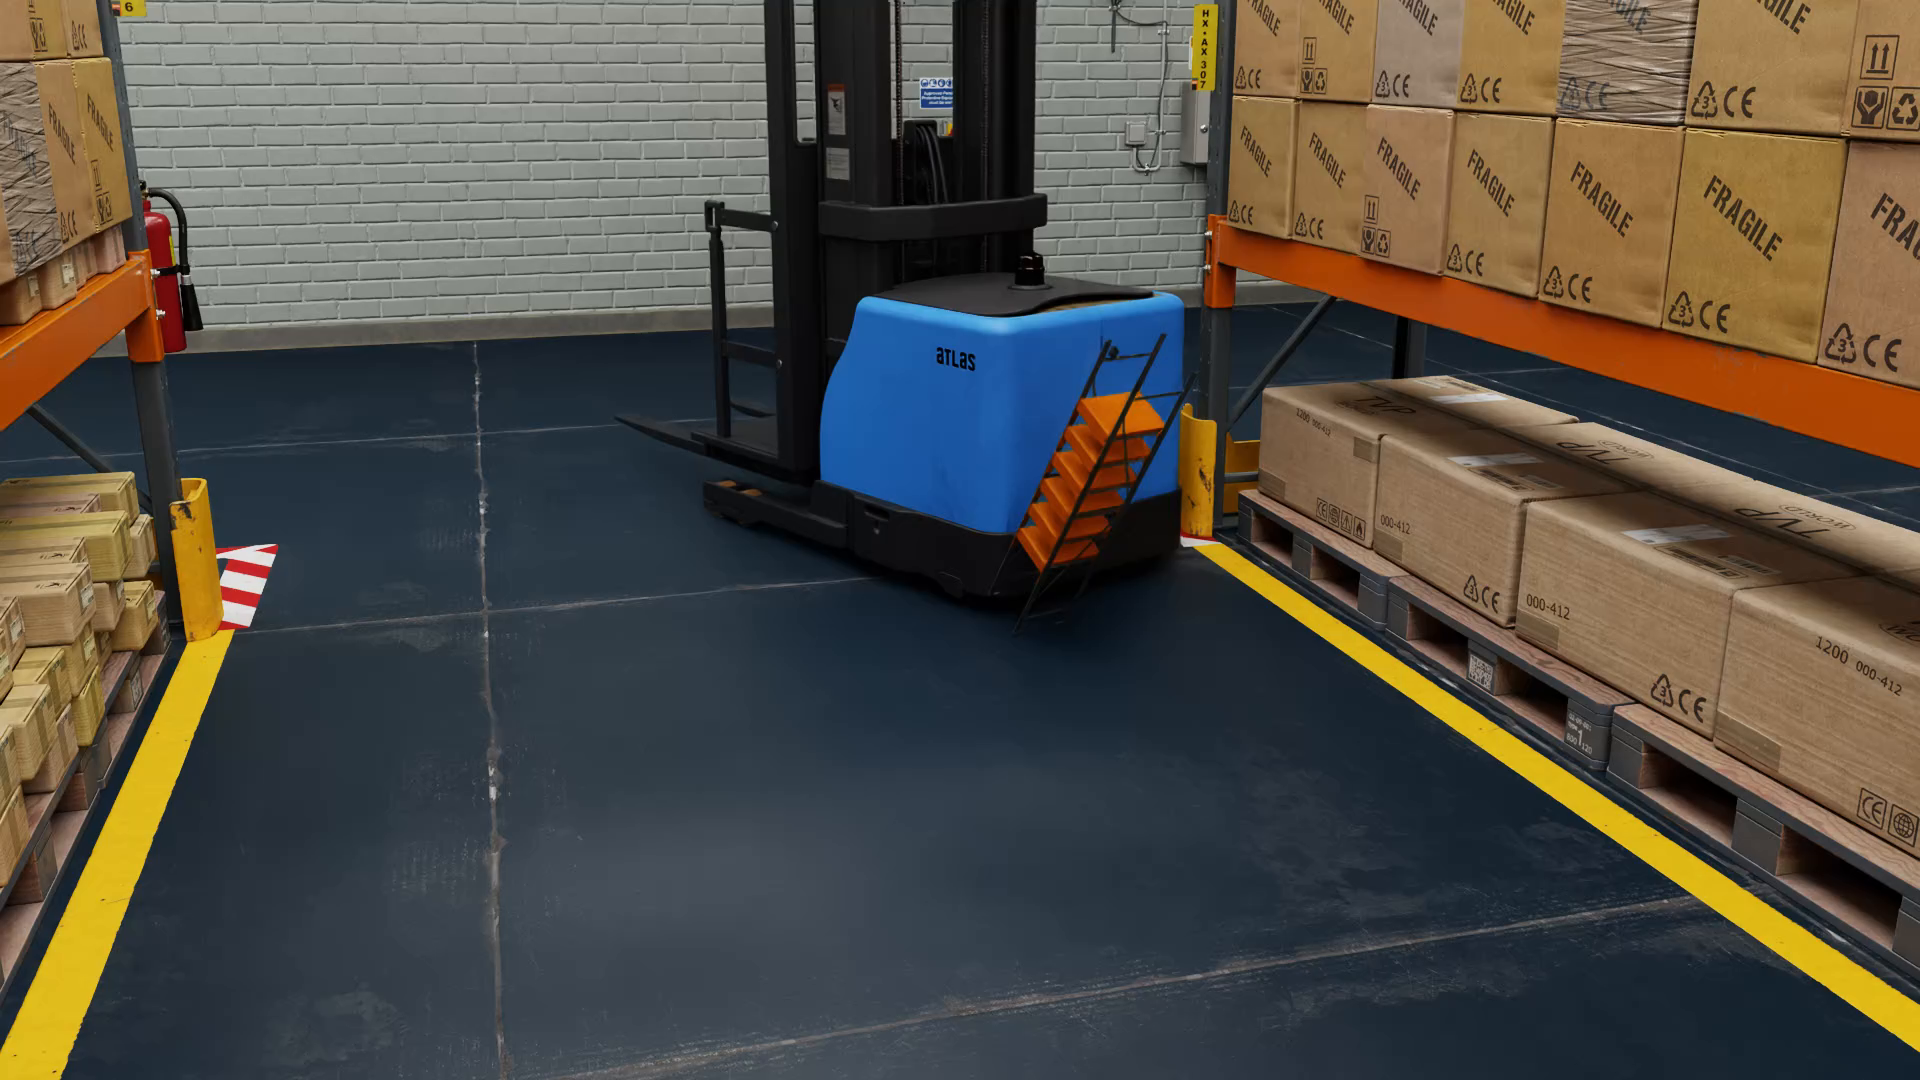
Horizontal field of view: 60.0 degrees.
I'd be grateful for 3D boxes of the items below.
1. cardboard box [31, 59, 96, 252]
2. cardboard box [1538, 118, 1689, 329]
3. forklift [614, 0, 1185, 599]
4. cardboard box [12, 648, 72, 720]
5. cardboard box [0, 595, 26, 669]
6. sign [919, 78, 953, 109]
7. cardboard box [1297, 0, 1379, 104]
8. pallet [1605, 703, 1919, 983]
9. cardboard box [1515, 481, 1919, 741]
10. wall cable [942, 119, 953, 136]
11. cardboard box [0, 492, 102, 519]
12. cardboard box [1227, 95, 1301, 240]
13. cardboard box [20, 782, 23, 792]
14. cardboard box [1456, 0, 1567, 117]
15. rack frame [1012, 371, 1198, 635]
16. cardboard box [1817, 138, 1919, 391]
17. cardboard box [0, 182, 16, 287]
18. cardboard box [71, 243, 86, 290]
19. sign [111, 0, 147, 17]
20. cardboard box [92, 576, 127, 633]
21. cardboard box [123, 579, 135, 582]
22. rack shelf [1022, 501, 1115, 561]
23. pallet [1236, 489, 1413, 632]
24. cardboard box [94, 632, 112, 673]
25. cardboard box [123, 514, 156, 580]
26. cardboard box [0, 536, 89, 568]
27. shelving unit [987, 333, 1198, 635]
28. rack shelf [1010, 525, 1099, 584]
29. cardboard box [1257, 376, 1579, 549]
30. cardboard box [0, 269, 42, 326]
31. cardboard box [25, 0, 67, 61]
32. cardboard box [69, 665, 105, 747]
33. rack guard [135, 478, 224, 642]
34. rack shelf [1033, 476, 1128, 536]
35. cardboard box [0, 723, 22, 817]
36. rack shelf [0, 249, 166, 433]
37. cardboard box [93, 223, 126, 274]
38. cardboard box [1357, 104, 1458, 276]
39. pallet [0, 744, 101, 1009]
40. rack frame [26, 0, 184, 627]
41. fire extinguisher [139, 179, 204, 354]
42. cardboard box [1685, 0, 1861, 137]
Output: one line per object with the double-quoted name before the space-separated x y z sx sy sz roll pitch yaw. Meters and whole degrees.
"cardboard box" -2.725 -1.054 4.557 0.500 0.500 0.500 -5 17 -16
"cardboard box" 1.927 -0.859 4.425 0.500 0.500 0.500 -5 17 -16
"forklift" -0.471 -1.540 6.985 1.130 2.935 3.031 -14 22 -39
"cardboard box" -2.461 0.393 4.140 0.380 0.149 0.250 -4 17 -12
"cardboard box" -2.532 0.259 4.068 0.380 0.149 0.250 -5 18 -17
"sign" -0.136 -3.231 12.023 0.327 0.218 0.001 -5 17 -15
"cardboard box" 1.506 -1.759 5.683 0.500 0.500 0.500 -5 17 -17
"pallet" 2.465 0.695 4.271 1.003 0.211 1.213 -5 17 -15
"cardboard box" 2.283 0.173 4.887 0.875 0.438 0.875 -5 17 -17
"wall cable" -0.072 -3.590 11.868 0.585 1.953 0.123 -5 17 -15
"cardboard box" -2.829 -0.031 5.033 0.380 0.149 0.250 -4 17 -14
"cardboard box" 1.355 -1.423 6.300 0.500 0.500 0.500 -5 17 -16
"cardboard box" -2.465 0.611 3.928 0.380 0.149 0.250 -4 17 -14
"cardboard box" 1.793 -1.480 4.752 0.500 0.500 0.500 -5 17 -15
"rack frame" 0.461 -0.095 5.500 0.240 1.200 0.006 -11 52 -32
"cardboard box" 2.226 -0.580 3.494 0.500 0.500 0.500 -5 17 -15
"cardboard box" -2.449 -0.776 3.631 0.500 0.500 0.500 -4 17 -12
"cardboard box" -2.755 -0.783 4.781 0.380 0.149 0.250 -5 17 -16
"sign" -2.693 -1.855 5.352 0.100 0.325 0.005 -5 17 -15
"cardboard box" -2.668 0.178 4.854 0.380 0.149 0.250 -5 18 -18
"cardboard box" -2.887 0.183 5.356 0.380 0.149 0.250 -4 17 -14
"rack shelf" 0.369 -0.049 5.658 0.258 0.103 0.180 -11 52 -32
"pallet" 1.795 0.020 6.517 1.003 0.211 1.213 -5 17 -15
"cardboard box" -2.729 0.326 4.880 0.380 0.149 0.250 -5 17 -16
"cardboard box" -2.813 0.034 5.332 0.380 0.149 0.250 -5 17 -17
"cardboard box" -2.626 0.107 4.573 0.380 0.149 0.250 -5 18 -17
"shelving unit" 0.418 -0.161 5.547 0.258 1.200 0.189 -11 52 -32
"rack shelf" 0.334 0.032 5.738 0.258 0.103 0.180 -11 52 -32
"cardboard box" 1.777 -0.330 6.559 0.875 0.438 0.875 -5 18 -17
"cardboard box" -2.618 -0.639 4.301 0.380 0.149 0.250 -6 18 -18
"cardboard box" -2.728 -1.533 4.413 0.500 0.500 0.500 -5 18 -17
"cardboard box" -2.518 0.458 4.438 0.380 0.149 0.250 -6 18 -18
"rack guard" -3.211 0.107 5.726 1.175 0.500 0.348 -5 17 -15
"rack shelf" 0.405 -0.131 5.577 0.258 0.103 0.180 -11 52 -32
"cardboard box" -2.315 0.537 3.660 0.380 0.149 0.250 -5 17 -16
"rack shelf" -2.682 -0.213 3.698 1.077 0.370 4.000 -5 17 -15
"cardboard box" -2.871 -0.923 5.246 0.380 0.149 0.250 -5 17 -15
"cardboard box" 1.644 -1.143 5.368 0.500 0.500 0.500 -5 17 -16
"pallet" -2.690 0.810 3.889 1.003 0.211 1.213 -5 17 -15
"rack frame" -3.232 -1.111 5.436 1.000 3.000 0.127 -5 17 -15
"fire extinguisher" -2.858 -1.001 5.854 0.296 0.674 0.183 -5 17 -15
"cardboard box" 2.072 -1.200 3.822 0.500 0.500 0.500 -5 17 -16
